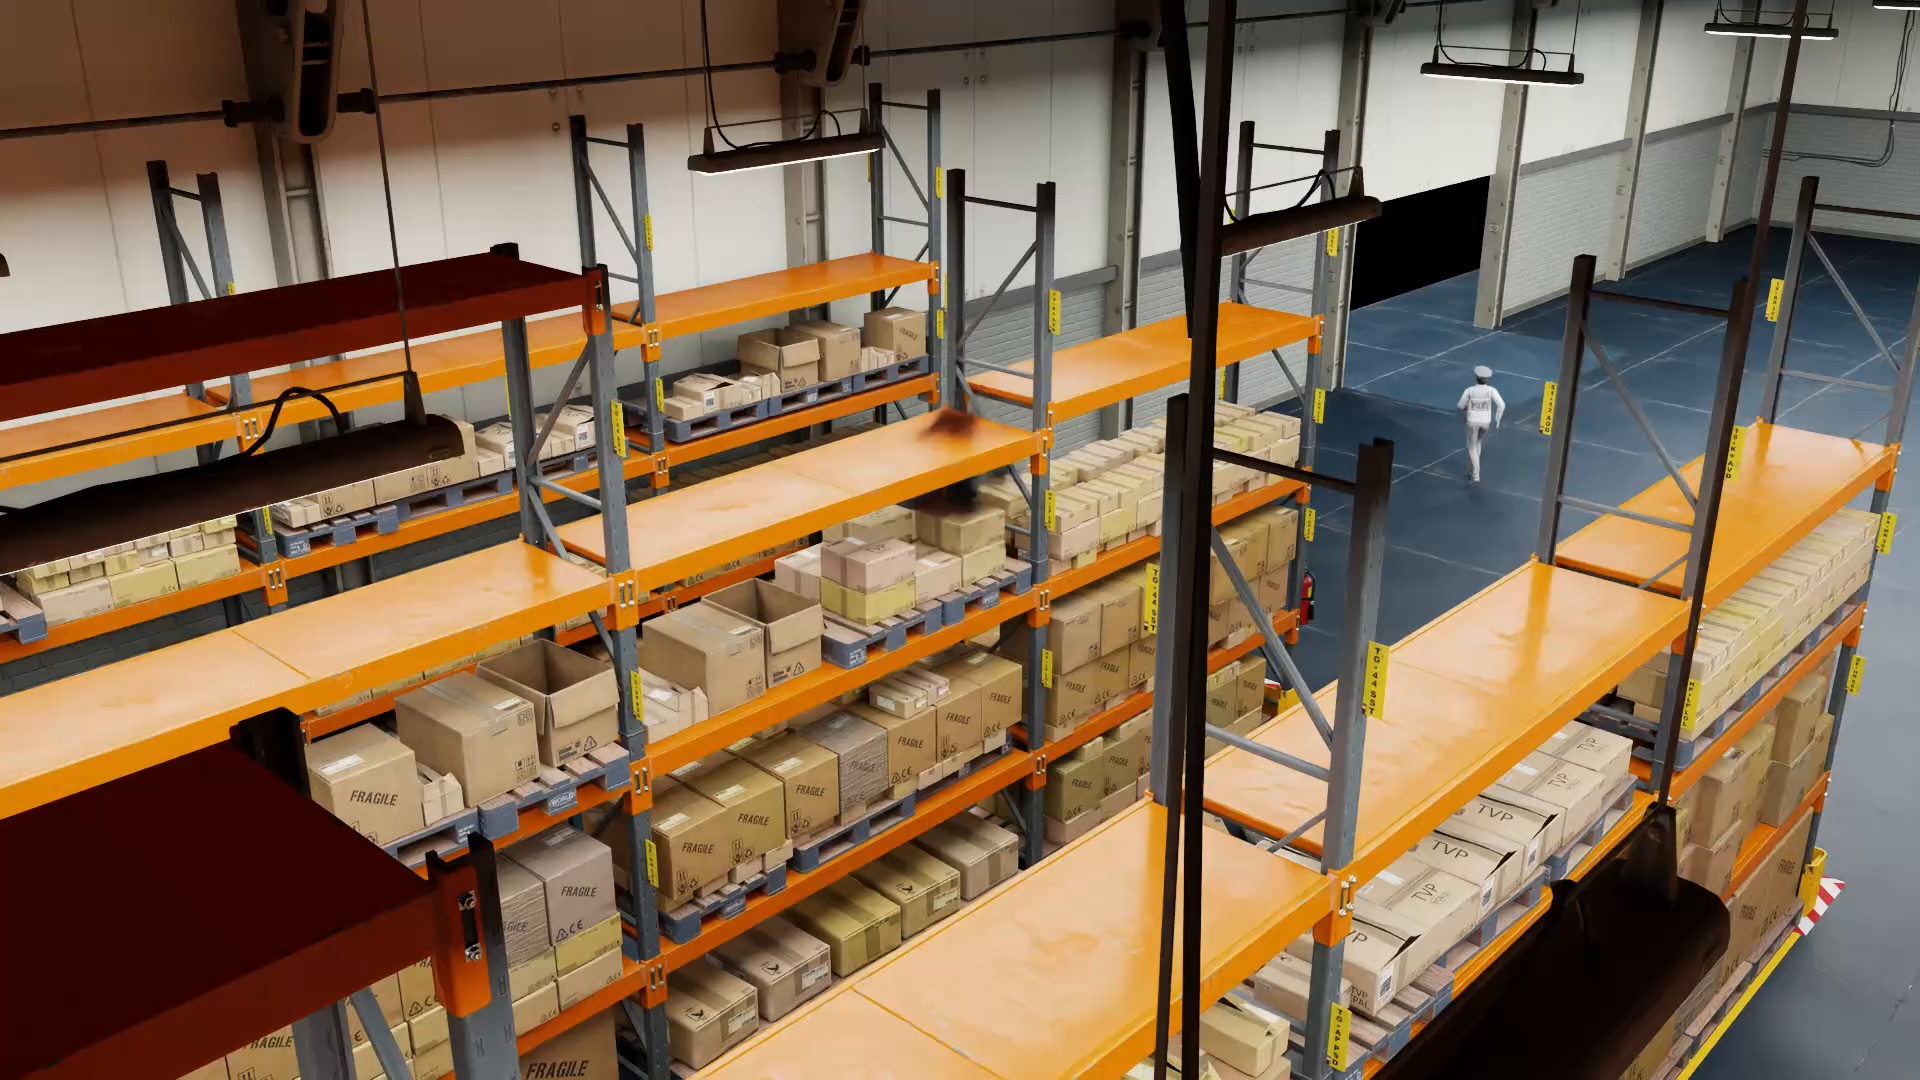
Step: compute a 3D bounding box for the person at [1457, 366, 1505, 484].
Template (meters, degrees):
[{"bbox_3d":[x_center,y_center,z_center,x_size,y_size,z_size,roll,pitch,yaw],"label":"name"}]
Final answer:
[{"bbox_3d":[7.419,-1.624,23.850,0.580,1.739,0.832,0,21,-1],"label":"person"}]
